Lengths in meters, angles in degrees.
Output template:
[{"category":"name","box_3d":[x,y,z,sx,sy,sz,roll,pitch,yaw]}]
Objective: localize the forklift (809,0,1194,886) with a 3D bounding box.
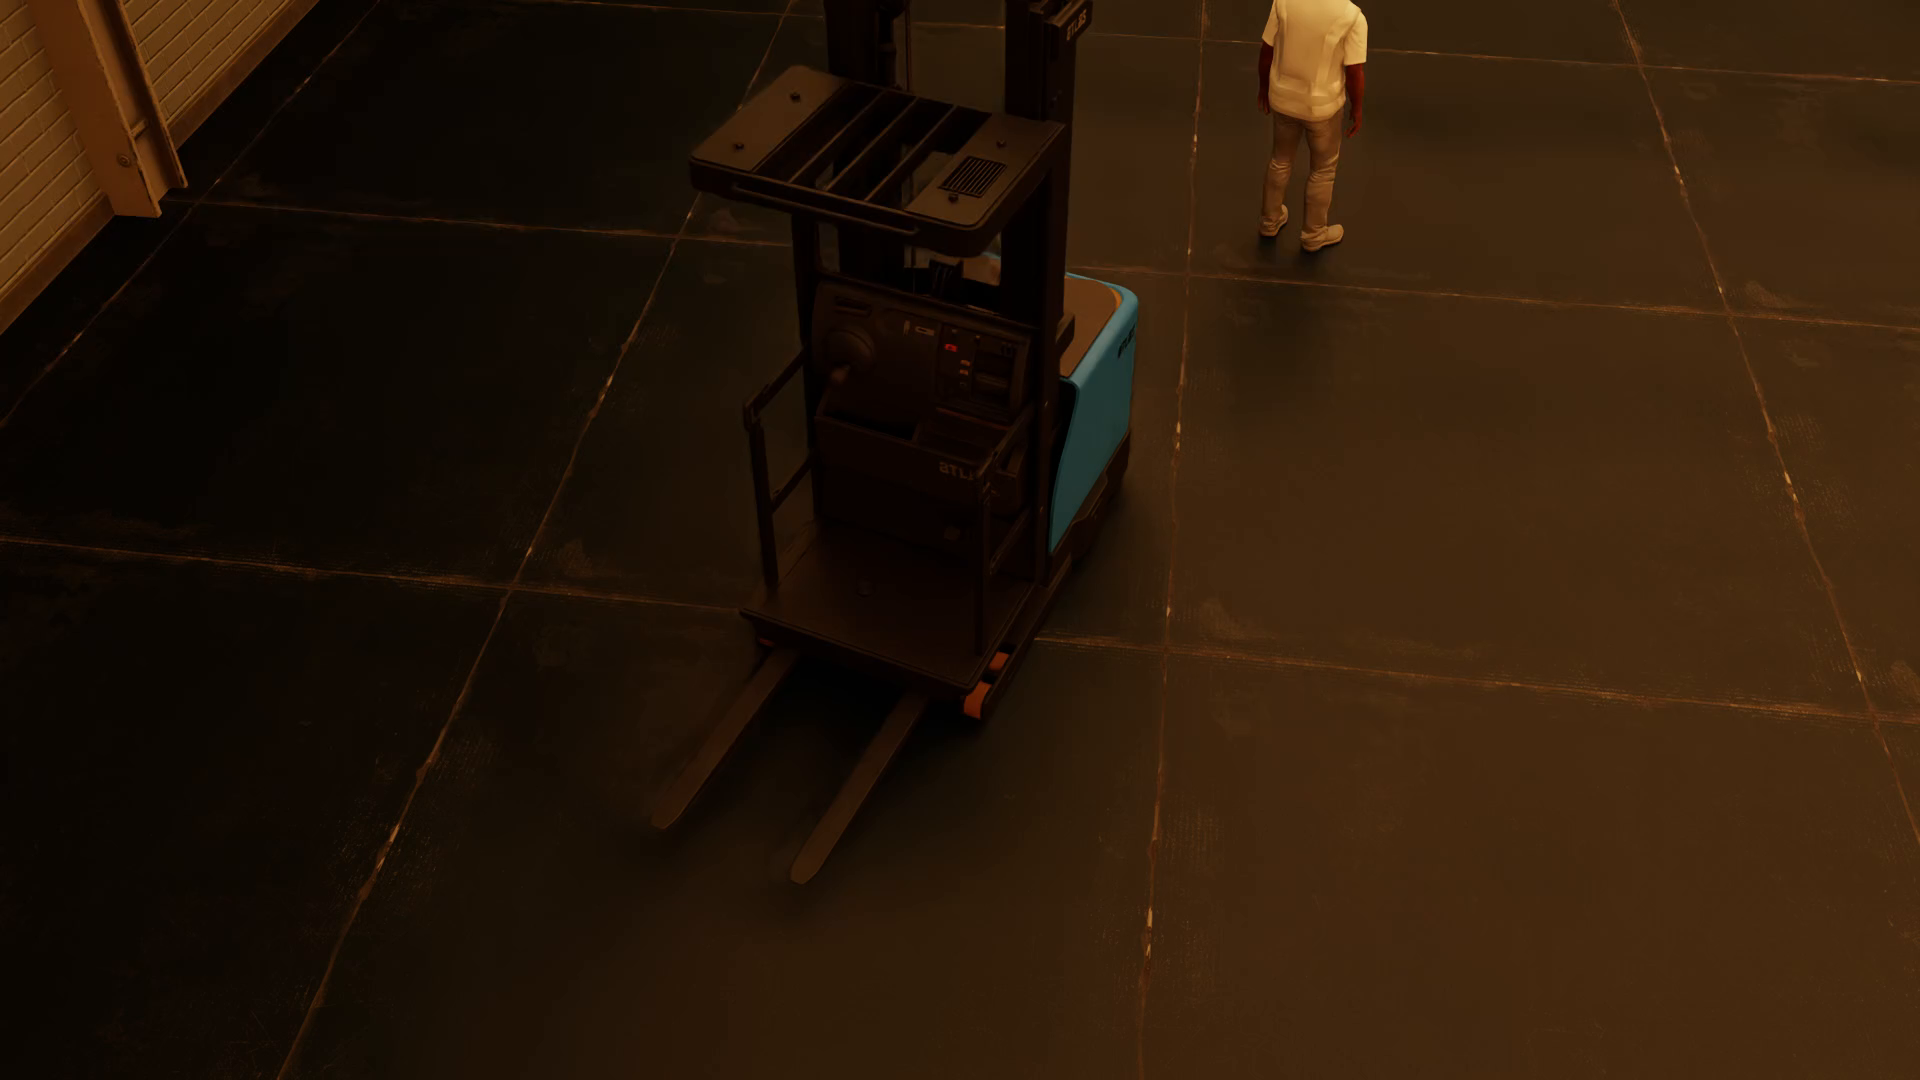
[{"category":"forklift","box_3d":[0.153,-0.681,6.465,1.130,2.935,3.031,-10,44,-11]}]

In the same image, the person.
[{"category":"person","box_3d":[1.949,-2.474,9.286,0.607,1.759,0.462,25,48,24]}]
